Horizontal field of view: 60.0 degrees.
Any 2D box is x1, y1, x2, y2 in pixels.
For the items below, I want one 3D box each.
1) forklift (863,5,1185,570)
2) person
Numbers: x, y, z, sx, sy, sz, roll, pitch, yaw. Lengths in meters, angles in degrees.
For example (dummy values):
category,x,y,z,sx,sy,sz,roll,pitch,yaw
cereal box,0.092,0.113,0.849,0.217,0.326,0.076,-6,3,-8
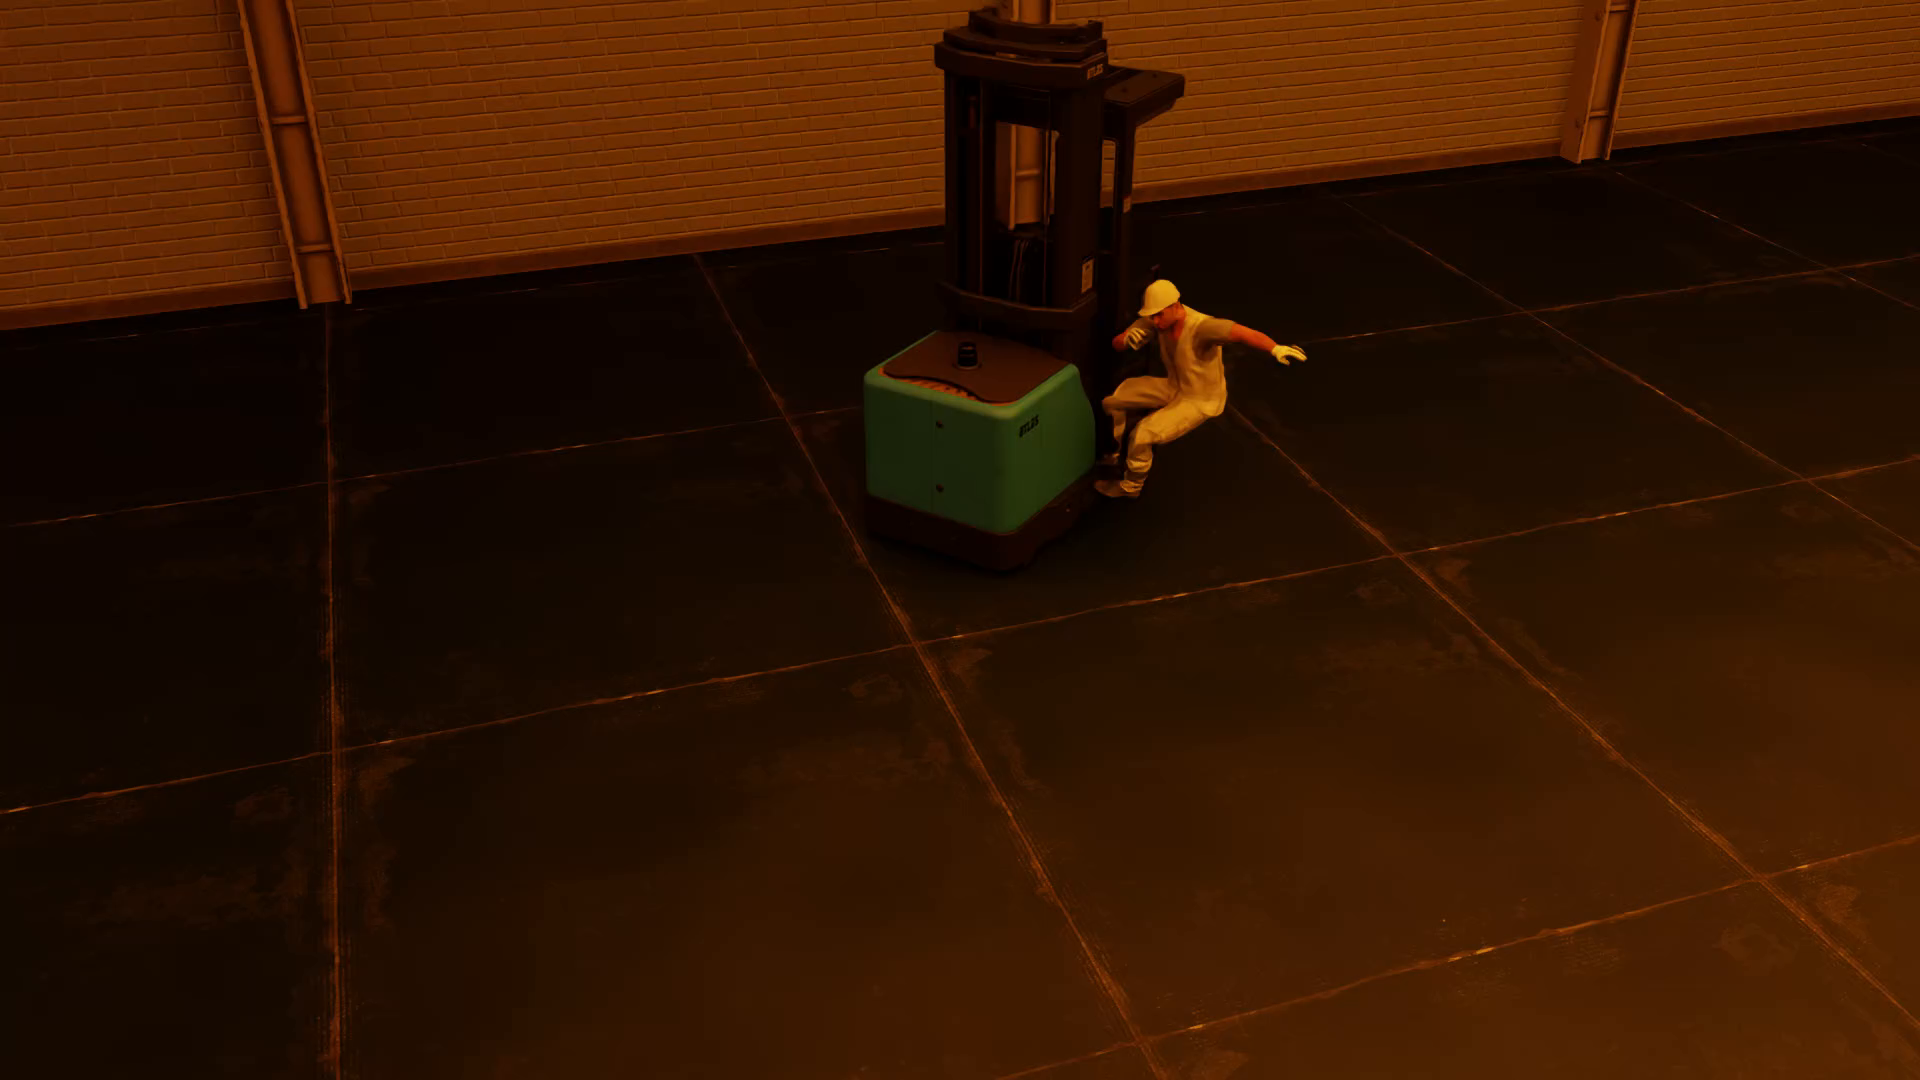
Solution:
category,x,y,z,sx,sy,sz,roll,pitch,yaw
forklift,0.636,-1.790,10.198,1.130,2.935,3.031,17,34,27
person,1.299,-0.822,9.818,0.737,1.404,1.415,-17,34,-27
